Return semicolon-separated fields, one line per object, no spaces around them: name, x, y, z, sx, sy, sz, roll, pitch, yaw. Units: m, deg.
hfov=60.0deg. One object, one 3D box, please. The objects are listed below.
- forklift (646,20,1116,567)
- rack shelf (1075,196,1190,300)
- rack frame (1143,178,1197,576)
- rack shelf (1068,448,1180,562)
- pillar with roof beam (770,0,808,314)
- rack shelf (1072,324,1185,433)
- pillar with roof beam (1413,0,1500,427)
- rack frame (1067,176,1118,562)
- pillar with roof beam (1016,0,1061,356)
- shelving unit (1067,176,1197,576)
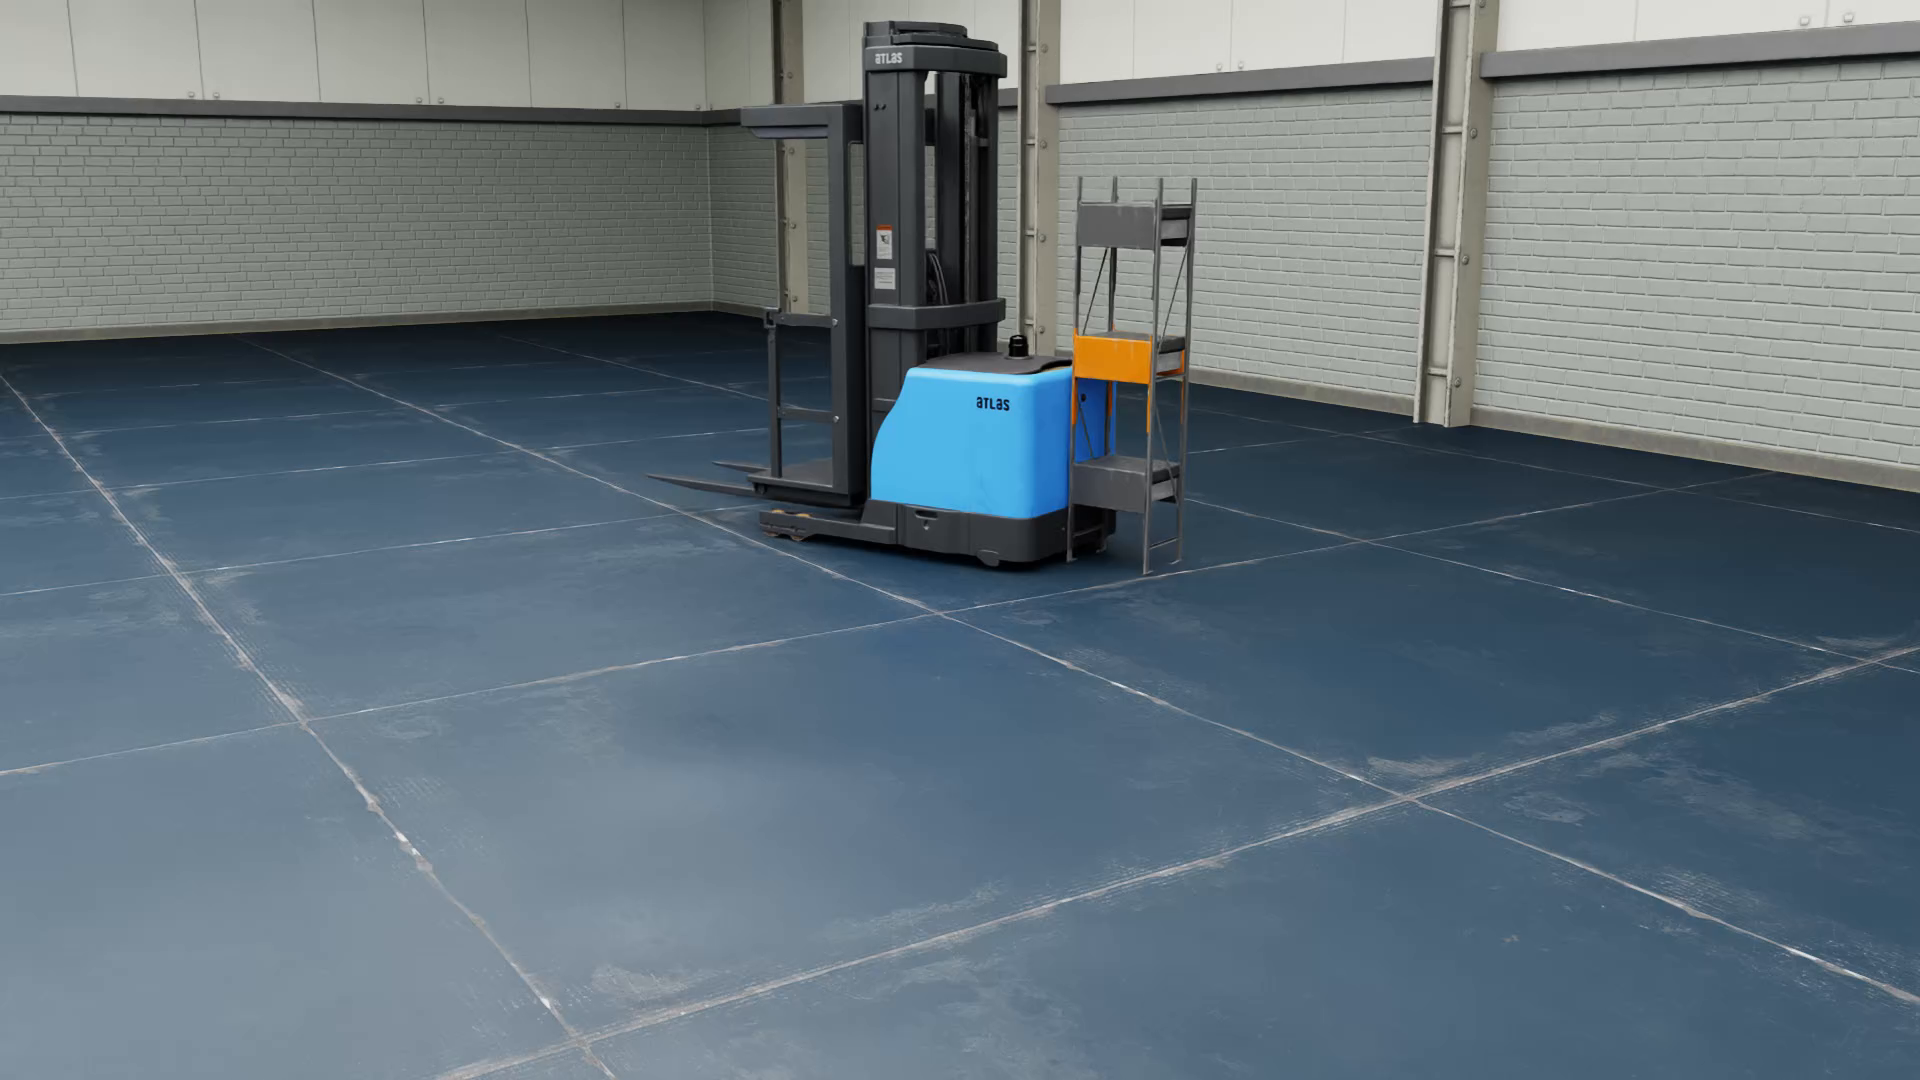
forklift;-0.591;-1.507;9.894;3.031;2.935;1.130;8;15;34
rack shelf;0.935;-1.569;8.894;0.480;0.518;0.431;10;16;35
rack frame;1.124;-0.866;8.906;0.015;2.100;0.400;10;16;35
rack shelf;0.919;-0.204;9.204;0.480;0.518;0.431;10;16;35
pillar with roof beam;-6.019;-7.041;20.996;9.100;9.000;0.400;-8;15;-33
rack shelf;0.927;-0.887;9.049;0.480;0.518;0.431;10;16;35
pillar with roof beam;0.630;-4.907;11.237;9.100;9.000;0.400;-8;15;-33
rack frame;0.730;-0.934;9.186;0.015;2.100;0.400;10;16;35
pillar with roof beam;-2.695;-5.974;16.117;9.100;9.000;0.400;-8;15;-33
shelving unit;0.927;-0.900;9.046;0.503;2.100;0.431;10;16;35
